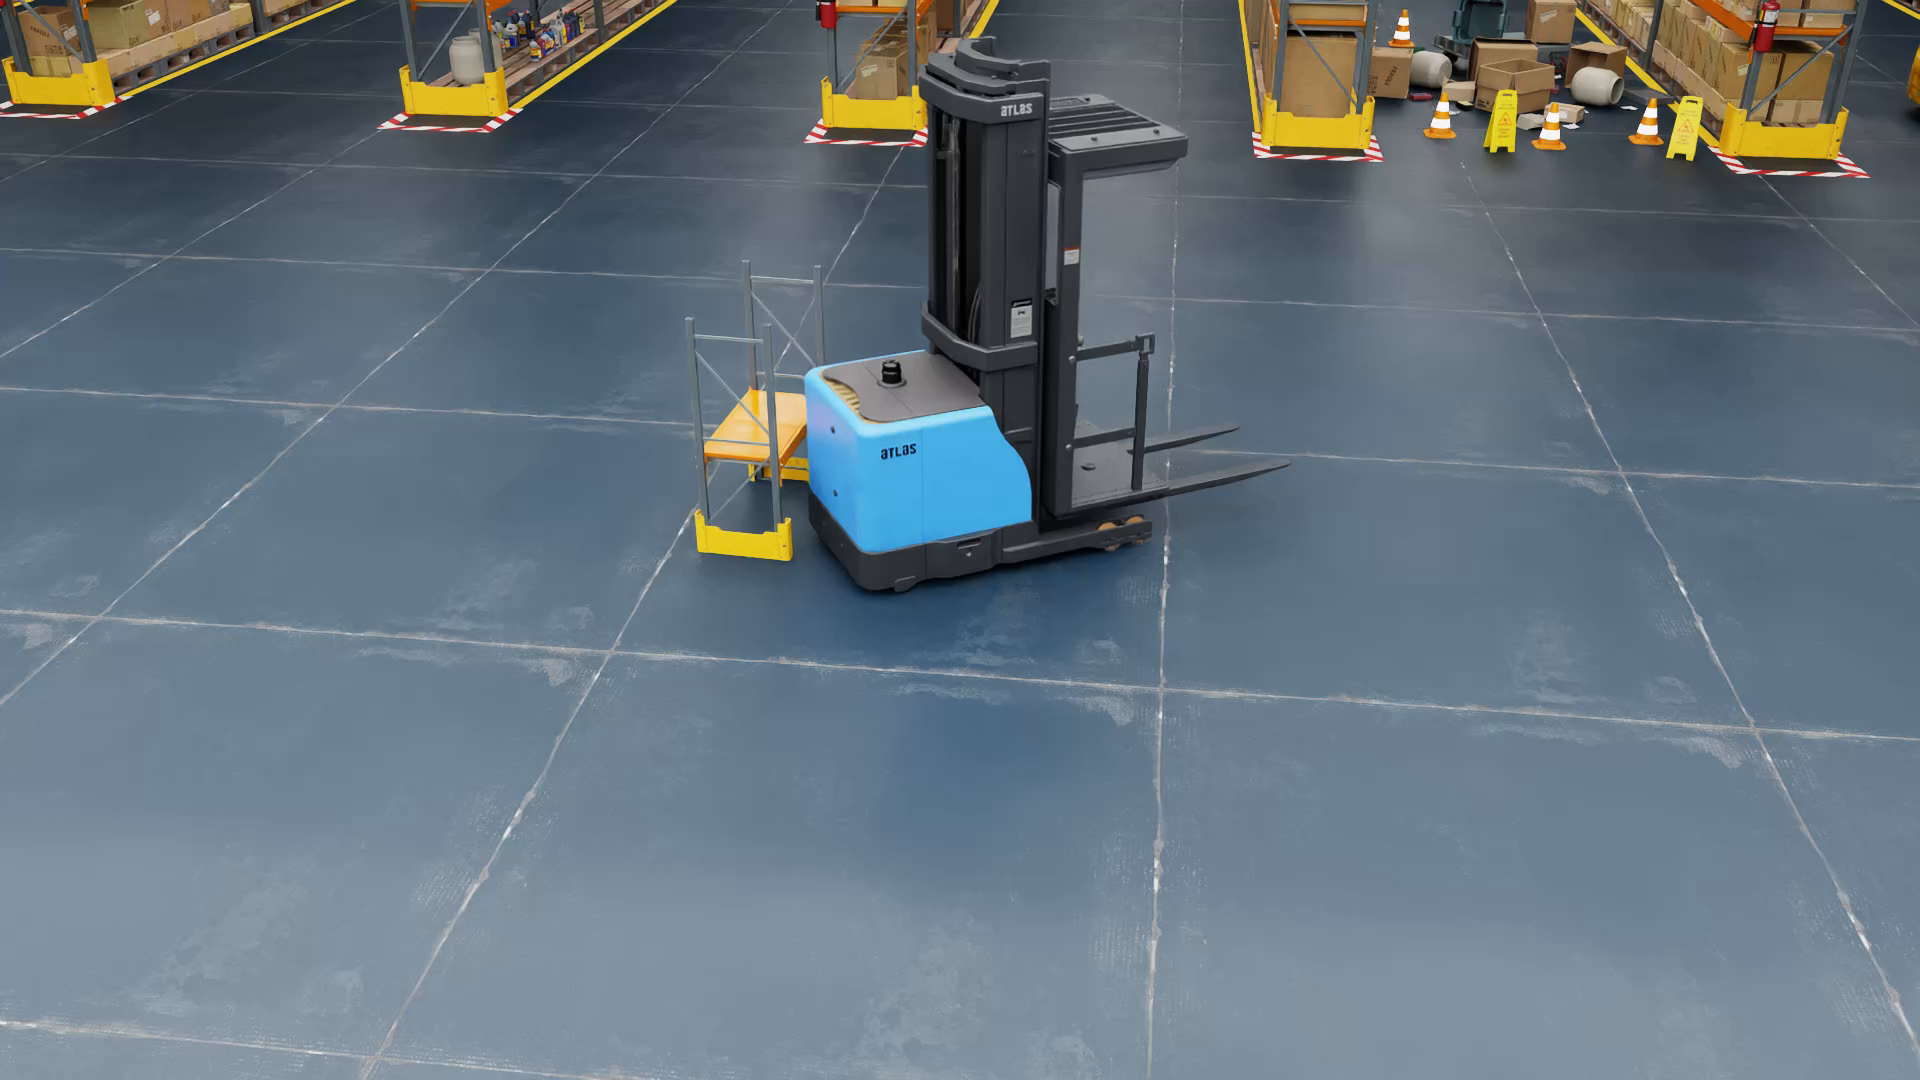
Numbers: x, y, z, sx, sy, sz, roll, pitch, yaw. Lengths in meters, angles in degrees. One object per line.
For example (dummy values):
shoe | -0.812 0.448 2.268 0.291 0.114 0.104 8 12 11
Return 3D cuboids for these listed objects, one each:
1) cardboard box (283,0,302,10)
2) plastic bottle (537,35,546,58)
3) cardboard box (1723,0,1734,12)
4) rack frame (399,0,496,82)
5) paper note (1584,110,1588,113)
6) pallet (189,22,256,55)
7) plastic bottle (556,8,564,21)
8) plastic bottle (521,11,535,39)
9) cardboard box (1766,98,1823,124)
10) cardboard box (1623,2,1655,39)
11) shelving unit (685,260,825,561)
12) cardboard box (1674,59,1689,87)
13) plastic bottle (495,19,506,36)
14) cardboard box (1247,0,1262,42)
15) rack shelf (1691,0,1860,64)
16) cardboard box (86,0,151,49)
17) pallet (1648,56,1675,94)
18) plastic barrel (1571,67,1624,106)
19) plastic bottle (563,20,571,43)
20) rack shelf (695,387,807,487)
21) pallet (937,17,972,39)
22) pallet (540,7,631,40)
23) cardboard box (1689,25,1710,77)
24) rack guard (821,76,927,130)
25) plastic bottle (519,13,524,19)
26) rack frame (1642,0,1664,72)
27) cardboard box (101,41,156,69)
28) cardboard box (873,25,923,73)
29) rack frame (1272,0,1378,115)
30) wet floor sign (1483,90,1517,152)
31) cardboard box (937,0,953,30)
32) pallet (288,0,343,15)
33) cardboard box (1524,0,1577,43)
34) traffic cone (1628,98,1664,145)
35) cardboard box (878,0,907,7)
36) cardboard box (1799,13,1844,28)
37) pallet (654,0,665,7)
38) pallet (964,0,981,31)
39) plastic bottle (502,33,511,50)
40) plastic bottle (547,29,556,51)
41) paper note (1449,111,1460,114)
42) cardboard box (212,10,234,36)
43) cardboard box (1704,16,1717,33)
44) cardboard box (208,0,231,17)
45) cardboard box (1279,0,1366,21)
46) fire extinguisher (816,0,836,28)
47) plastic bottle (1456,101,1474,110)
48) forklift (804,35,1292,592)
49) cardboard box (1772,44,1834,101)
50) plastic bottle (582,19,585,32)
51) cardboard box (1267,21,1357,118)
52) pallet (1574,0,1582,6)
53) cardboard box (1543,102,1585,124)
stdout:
cardboard box | -9.966 -7.906 24.218 0.500 0.250 0.500 4 29 7
plastic bottle | -5.322 -6.282 21.147 0.061 0.283 0.133 4 29 7
cardboard box | 8.660 -5.925 18.351 0.380 0.149 0.250 4 29 7
rack frame | -5.900 -6.343 18.861 1.000 3.000 0.127 3 28 6
paper note | 7.392 -5.061 19.634 0.032 0.001 0.123 3 28 6
pallet | -10.464 -6.916 22.865 1.003 0.211 1.213 3 28 6
plastic bottle | -5.345 -6.942 22.302 0.144 0.351 0.185 3 28 6
plastic bottle | -5.777 -6.889 22.204 0.144 0.351 0.185 3 28 6
cardboard box | 9.225 -4.817 18.485 0.500 0.250 0.500 3 28 6
cardboard box | 9.488 -6.976 22.364 0.950 0.372 0.625 5 29 9
shelving unit | -1.202 -0.811 10.175 0.587 1.500 1.083 6 29 10
cardboard box | 8.885 -5.573 19.888 0.500 0.250 0.500 3 28 6
plastic bottle | -5.995 -6.609 21.683 0.144 0.351 0.185 3 28 6
cardboard box | 4.403 -7.094 22.185 1.050 0.750 0.750 3 28 6
rack shelf | 9.096 -6.104 19.176 1.077 0.370 4.000 3 28 6
cardboard box | -10.469 -6.412 20.655 0.500 0.500 0.500 3 28 6
pallet | 9.294 -5.816 20.824 1.003 0.211 1.213 3 28 6
plastic barrel | 7.602 -5.405 19.837 0.421 0.421 0.512 -24 36 -37
plastic bottle | -5.204 -6.734 21.988 0.061 0.283 0.133 5 29 10
rack shelf | -1.204 -0.649 10.252 0.538 0.185 1.000 6 29 10
pallet | -0.400 -7.077 23.164 1.003 0.211 1.213 3 28 6
pallet | -5.352 -7.370 23.708 1.003 0.211 1.213 3 28 6
cardboard box | 8.820 -5.659 19.257 0.500 0.500 0.500 3 28 5
rack guard | -0.975 -4.990 18.986 1.175 0.500 0.348 3 28 6
plastic bottle | -5.896 -6.942 22.381 0.152 0.276 0.135 4 29 8
rack frame | 9.341 -7.362 20.753 1.000 3.000 0.127 3 28 6
cardboard box | -10.471 -6.082 20.833 0.500 0.250 0.500 3 28 6
cardboard box | -0.756 -6.010 20.435 0.500 0.500 0.500 6 29 11
rack frame | 3.926 -5.719 17.704 1.000 3.000 0.127 3 28 6
wet floor sign | 5.888 -4.554 18.023 0.267 0.644 0.232 -1 28 -3
cardboard box | -0.397 -7.319 22.845 0.700 0.500 0.500 1 28 2
pallet | -10.127 -8.213 25.272 1.003 0.211 1.213 3 28 6
cardboard box | 7.571 -6.684 21.332 0.500 0.500 0.500 3 28 6
traffic cone | 7.624 -4.640 18.374 0.336 0.463 0.334 3 28 6
cardboard box | -0.712 -6.065 18.610 0.380 0.149 0.250 3 28 6
cardboard box | 9.098 -5.517 17.592 0.380 0.149 0.250 3 29 6
pallet | -5.053 -8.519 25.840 1.003 0.211 1.213 3 28 6
pallet | -0.253 -7.653 24.233 1.003 0.211 1.213 3 28 6
plastic bottle | -5.893 -6.469 21.581 0.097 0.201 0.097 0 28 0
plastic bottle | -5.289 -6.475 21.518 0.097 0.271 0.097 0 28 0
paper note | 5.798 -5.031 19.559 0.144 0.017 0.142 14 31 24
cardboard box | -10.236 -7.024 22.582 0.500 0.250 0.500 3 28 6
cardboard box | 8.737 -5.880 18.984 0.380 0.149 0.250 5 29 8
cardboard box | -10.238 -7.354 22.404 0.500 0.500 0.500 3 28 6
cardboard box | 3.927 -5.963 17.997 0.875 0.550 0.550 3 28 6
fire extinguisher | -1.455 -5.994 18.295 0.296 0.674 0.183 3 28 6
plastic bottle | 5.999 -5.181 19.802 0.133 0.061 0.283 -6 29 -11
forklift | 0.624 -1.442 9.837 3.031 2.935 1.130 -12 31 -21
cardboard box | 9.227 -5.159 18.328 0.500 0.500 0.500 2 28 4
plastic bottle | -5.145 -6.999 22.565 0.097 0.201 0.097 0 28 0
cardboard box | 3.944 -5.292 18.708 0.875 0.875 0.875 4 29 6
pallet | 10.003 -8.384 25.590 1.003 0.211 1.213 3 28 6
cardboard box | 7.007 -4.958 19.297 0.380 0.149 0.250 20 34 32
